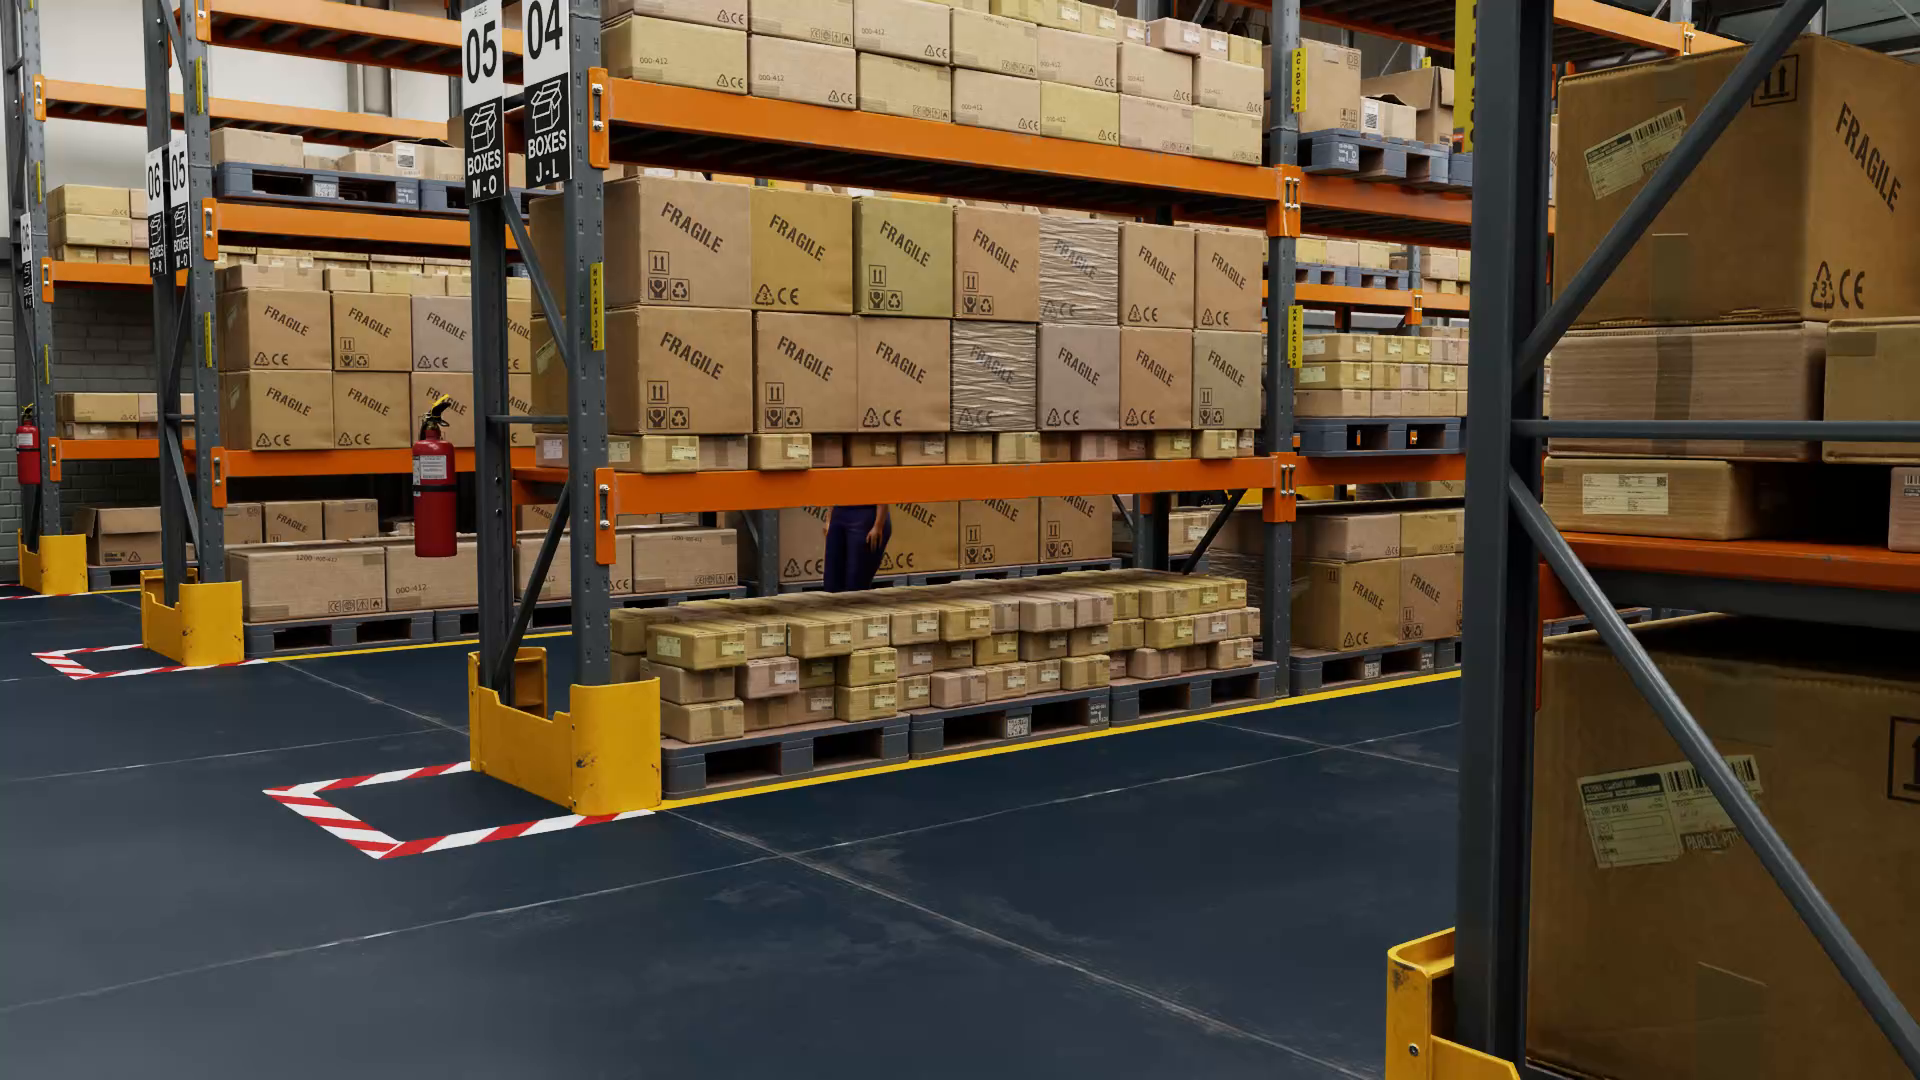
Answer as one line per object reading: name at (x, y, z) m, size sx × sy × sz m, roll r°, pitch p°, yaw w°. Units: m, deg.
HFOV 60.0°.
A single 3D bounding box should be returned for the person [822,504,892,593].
person at (-0.675, -0.069, 10.296) m, size 0.426 × 1.636 × 0.562 m, roll -4°, pitch 6°, yaw -42°
